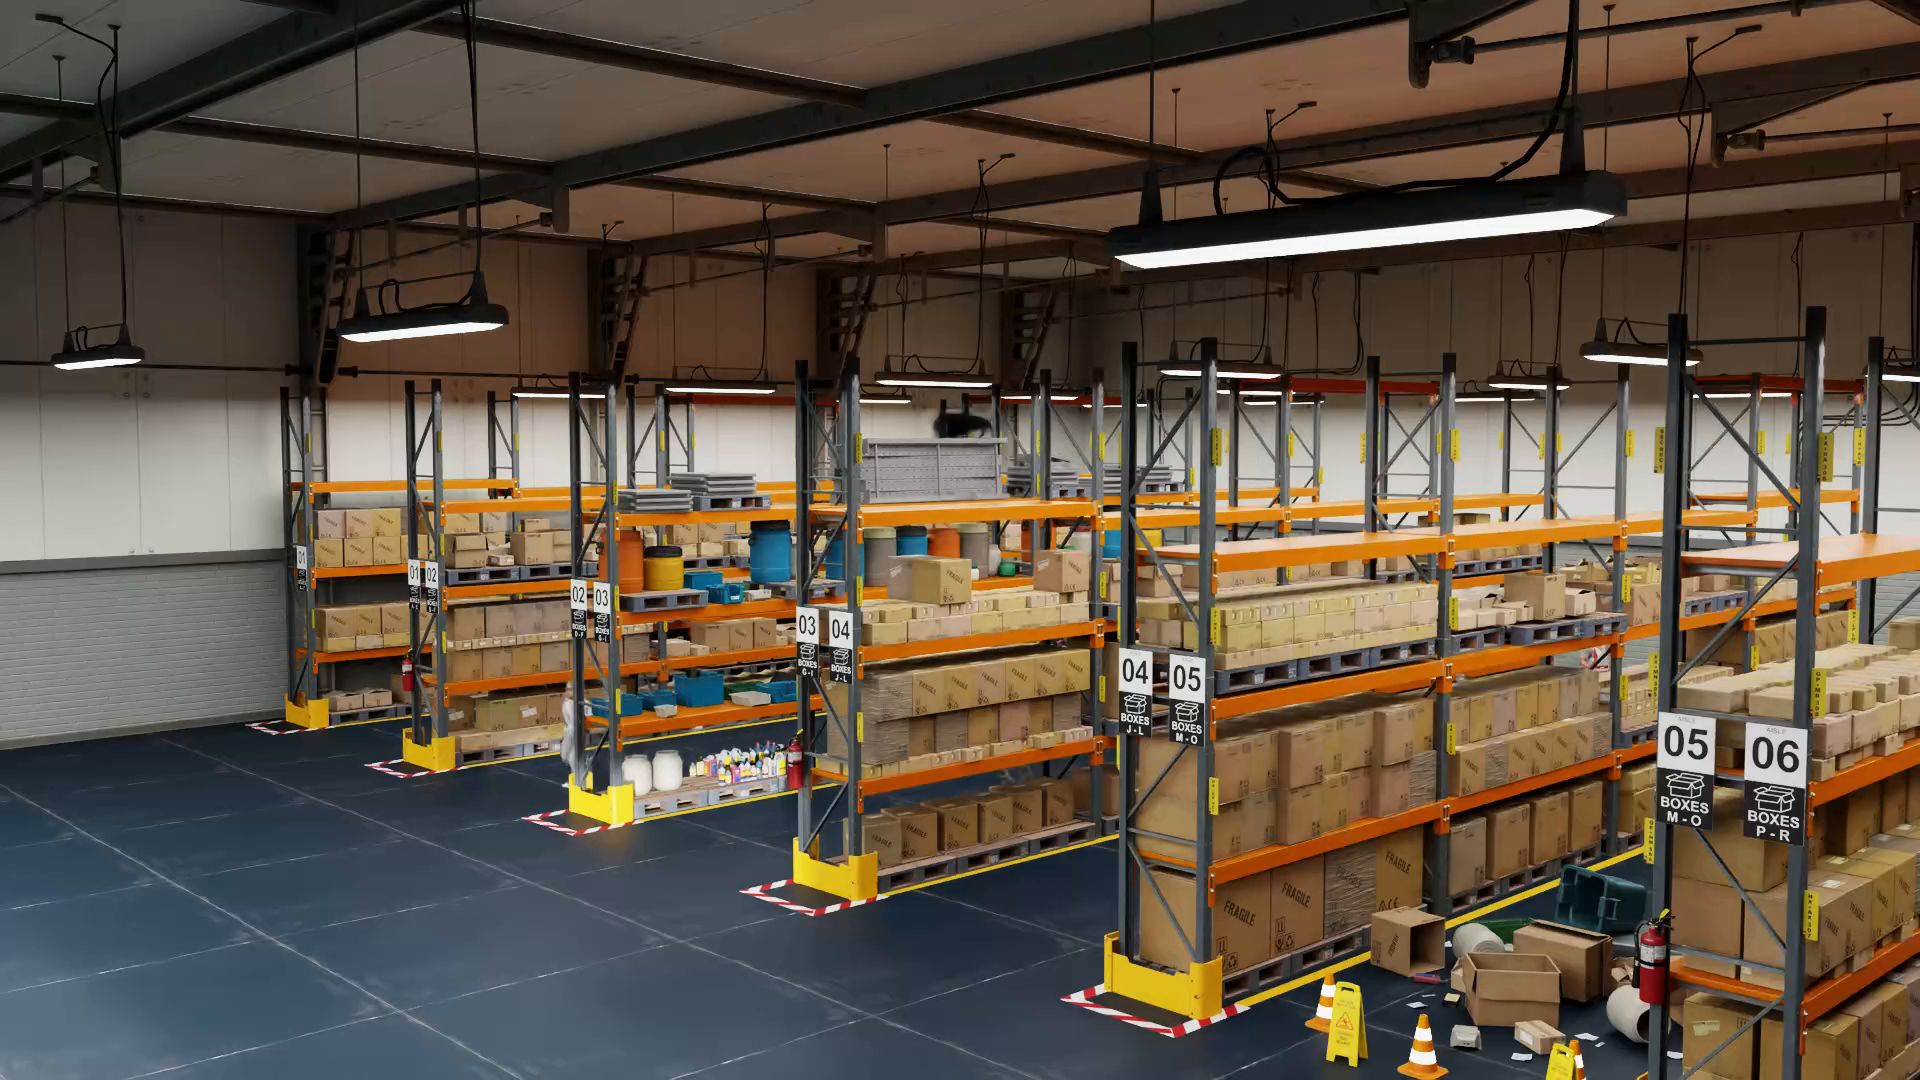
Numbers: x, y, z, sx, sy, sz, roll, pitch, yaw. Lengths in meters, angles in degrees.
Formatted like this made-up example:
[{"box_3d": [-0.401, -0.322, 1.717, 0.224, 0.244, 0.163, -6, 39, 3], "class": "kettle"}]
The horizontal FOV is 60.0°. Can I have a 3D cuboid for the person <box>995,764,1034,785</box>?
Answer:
[{"box_3d": [0.705, 2.790, 23.370, 0.910, 1.704, 0.666, -3, 5, -43], "class": "person"}]

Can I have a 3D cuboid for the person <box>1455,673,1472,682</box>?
[{"box_3d": [7.324, 2.785, 24.132, 0.717, 1.747, 0.554, -4, 5, -45], "class": "person"}]

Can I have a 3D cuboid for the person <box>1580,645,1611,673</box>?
[{"box_3d": [11.324, 2.420, 29.391, 0.706, 1.760, 0.565, -1, 4, -17], "class": "person"}]

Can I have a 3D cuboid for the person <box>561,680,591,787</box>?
[{"box_3d": [-5.563, 2.821, 24.293, 0.593, 1.612, 0.594, 2, 4, 29], "class": "person"}]
